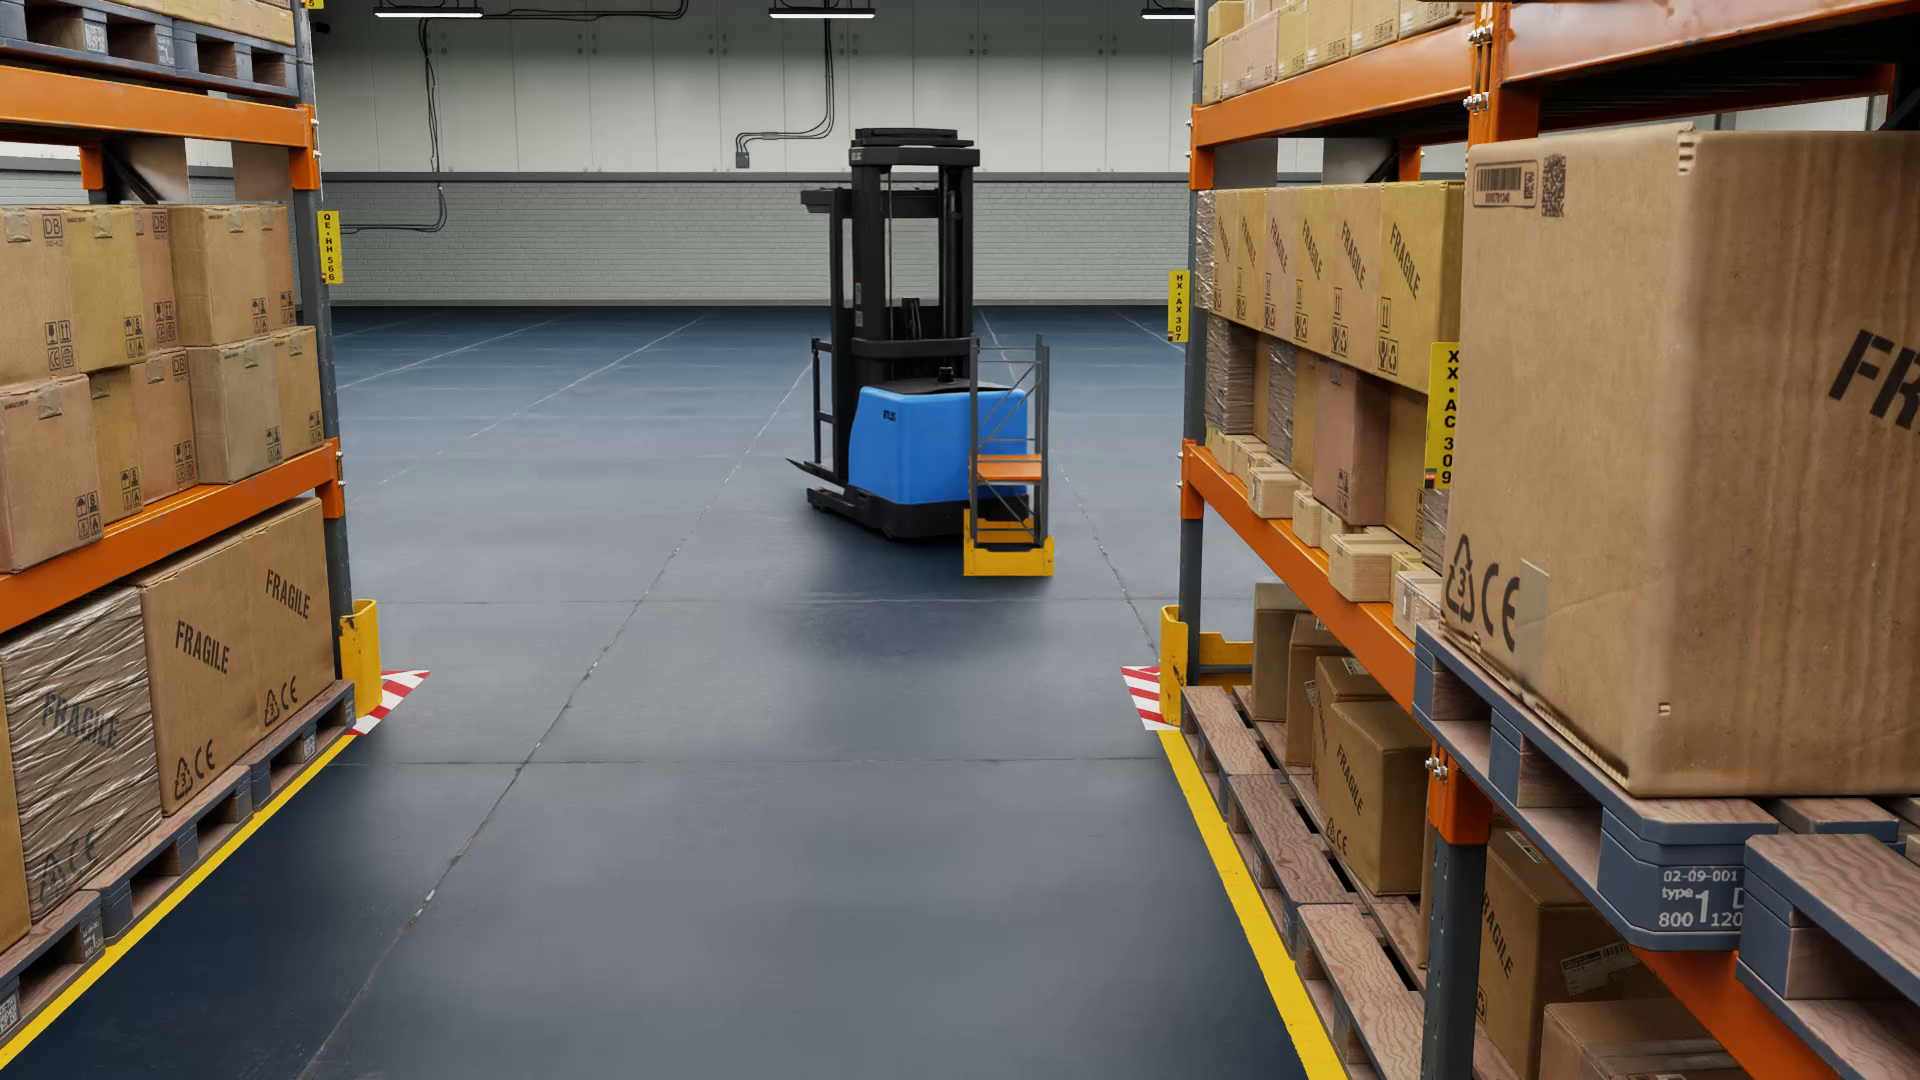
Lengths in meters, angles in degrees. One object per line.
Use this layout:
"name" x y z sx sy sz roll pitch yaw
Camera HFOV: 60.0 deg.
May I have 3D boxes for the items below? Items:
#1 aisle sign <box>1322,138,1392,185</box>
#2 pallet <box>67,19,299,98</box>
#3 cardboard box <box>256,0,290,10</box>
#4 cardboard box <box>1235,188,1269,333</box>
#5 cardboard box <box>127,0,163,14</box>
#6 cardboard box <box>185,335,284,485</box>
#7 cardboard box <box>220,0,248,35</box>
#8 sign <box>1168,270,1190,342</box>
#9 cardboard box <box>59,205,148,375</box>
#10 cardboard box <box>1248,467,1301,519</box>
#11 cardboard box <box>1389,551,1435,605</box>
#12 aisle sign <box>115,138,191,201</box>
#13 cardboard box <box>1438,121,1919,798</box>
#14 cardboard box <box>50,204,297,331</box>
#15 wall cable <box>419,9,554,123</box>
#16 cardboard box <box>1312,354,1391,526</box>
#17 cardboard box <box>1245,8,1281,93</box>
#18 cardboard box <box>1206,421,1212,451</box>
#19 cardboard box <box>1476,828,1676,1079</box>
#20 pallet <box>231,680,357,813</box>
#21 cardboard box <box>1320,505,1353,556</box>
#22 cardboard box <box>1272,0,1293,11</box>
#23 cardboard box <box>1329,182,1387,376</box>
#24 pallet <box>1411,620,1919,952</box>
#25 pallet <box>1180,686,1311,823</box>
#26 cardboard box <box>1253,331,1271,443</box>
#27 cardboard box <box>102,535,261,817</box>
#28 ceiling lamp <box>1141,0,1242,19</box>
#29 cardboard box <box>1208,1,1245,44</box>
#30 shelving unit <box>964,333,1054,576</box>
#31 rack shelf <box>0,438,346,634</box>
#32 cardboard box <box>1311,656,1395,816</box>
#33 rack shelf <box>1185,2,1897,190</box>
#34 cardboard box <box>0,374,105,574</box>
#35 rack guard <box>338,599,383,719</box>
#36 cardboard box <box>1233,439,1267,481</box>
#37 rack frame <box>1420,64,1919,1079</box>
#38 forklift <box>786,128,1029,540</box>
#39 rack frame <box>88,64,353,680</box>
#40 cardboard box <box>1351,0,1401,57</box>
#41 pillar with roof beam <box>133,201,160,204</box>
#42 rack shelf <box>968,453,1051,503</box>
"aisle sign" 1.846 -1.937 7.523 0.394 0.787 0.004 0 11 -1
"pallet" -3.388 -1.928 6.697 1.003 0.211 1.213 0 11 -1
"cardboard box" -3.124 -2.350 6.875 0.500 0.250 0.500 0 11 0
"cardboard box" 1.302 -1.025 6.052 0.500 0.500 0.500 0 11 -1
"cardboard box" -3.042 -1.933 5.825 0.380 0.149 0.250 0 11 -1
"cardboard box" -3.327 -0.540 6.798 0.875 0.550 0.550 0 11 -1
"cardboard box" -3.057 -2.085 6.571 0.380 0.149 0.250 0 11 0
"sign" 1.005 -1.071 7.618 0.100 0.325 0.005 0 11 -1
"cardboard box" -3.324 -0.852 5.622 0.875 0.550 0.500 0 11 -1
"cardboard box" 1.249 -0.170 5.984 0.380 0.149 0.250 0 11 -1
"cardboard box" 1.391 0.128 4.517 0.380 0.149 0.250 0 11 -1
"aisle sign" -3.715 -1.936 7.519 0.394 0.787 0.004 0 11 -1
"cardboard box" 1.507 -0.195 2.913 1.000 1.000 1.000 0 11 -1
"cardboard box" -3.444 -1.178 7.227 0.875 0.550 0.550 0 11 -1
"wall cable" -10.864 -10.904 38.283 3.097 2.526 0.112 0 11 -1
"cardboard box" 1.597 -0.337 5.177 0.875 0.500 0.500 0 11 -1
"cardboard box" 1.322 -1.748 5.964 0.500 0.250 0.500 0 11 -1
"cardboard box" 1.315 -0.468 7.456 0.380 0.149 0.250 0 11 -1
"cardboard box" 1.662 1.085 4.395 0.500 0.500 0.500 -1 11 -3
"pallet" -3.319 0.876 7.209 1.003 0.211 1.213 0 11 -1
"cardboard box" 1.356 -0.021 5.251 0.380 0.149 0.250 0 11 -1
"cardboard box" 1.315 -1.927 5.842 0.380 0.149 0.250 -1 11 -4
"cardboard box" 1.334 -0.727 4.582 0.500 0.500 0.500 0 11 -1
"pallet" 1.501 0.392 3.063 1.003 0.211 1.213 0 11 -1
"pallet" 1.531 0.894 7.121 1.003 0.211 1.213 0 11 -1
"cardboard box" 1.662 -0.636 6.649 0.875 0.500 0.500 0 11 -1
"cardboard box" -3.313 0.496 6.358 0.875 0.875 0.875 0 11 -2
"ceiling lamp" 4.446 -11.520 31.530 2.000 3.185 0.800 0 11 -1
"cardboard box" 1.231 -2.134 6.862 0.380 0.149 0.250 0 11 0
"shelving unit" 0.321 -0.605 11.268 0.587 1.500 1.083 0 11 0
"rack shelf" -3.372 0.101 5.825 1.077 0.370 4.000 0 11 -1
"cardboard box" 1.584 0.737 6.111 0.500 0.500 0.500 1 11 4
"rack shelf" 1.589 -1.369 5.529 1.077 0.370 4.000 0 11 -1
"cardboard box" -3.278 -0.218 5.211 0.875 0.550 0.550 0 11 -1
"rack guard" -3.414 0.571 7.986 1.175 0.500 0.348 0 11 -1
"cardboard box" 1.317 -0.319 6.721 0.380 0.149 0.250 0 11 -1
"rack frame" 1.627 0.146 3.796 0.949 2.616 0.053 0 11 -1
"forklift" -0.573 -1.690 13.016 1.130 2.935 3.031 -5 13 -24
"rack frame" -3.413 -0.649 7.714 1.000 3.000 0.127 0 11 -1
"cardboard box" 1.359 -1.444 4.466 0.500 0.250 0.500 0 11 0
"pillar with roof beam" -10.401 -8.174 29.716 9.100 9.000 0.400 0 11 -1
"rack shelf" 0.321 -0.430 11.313 0.538 0.185 1.000 0 11 0
